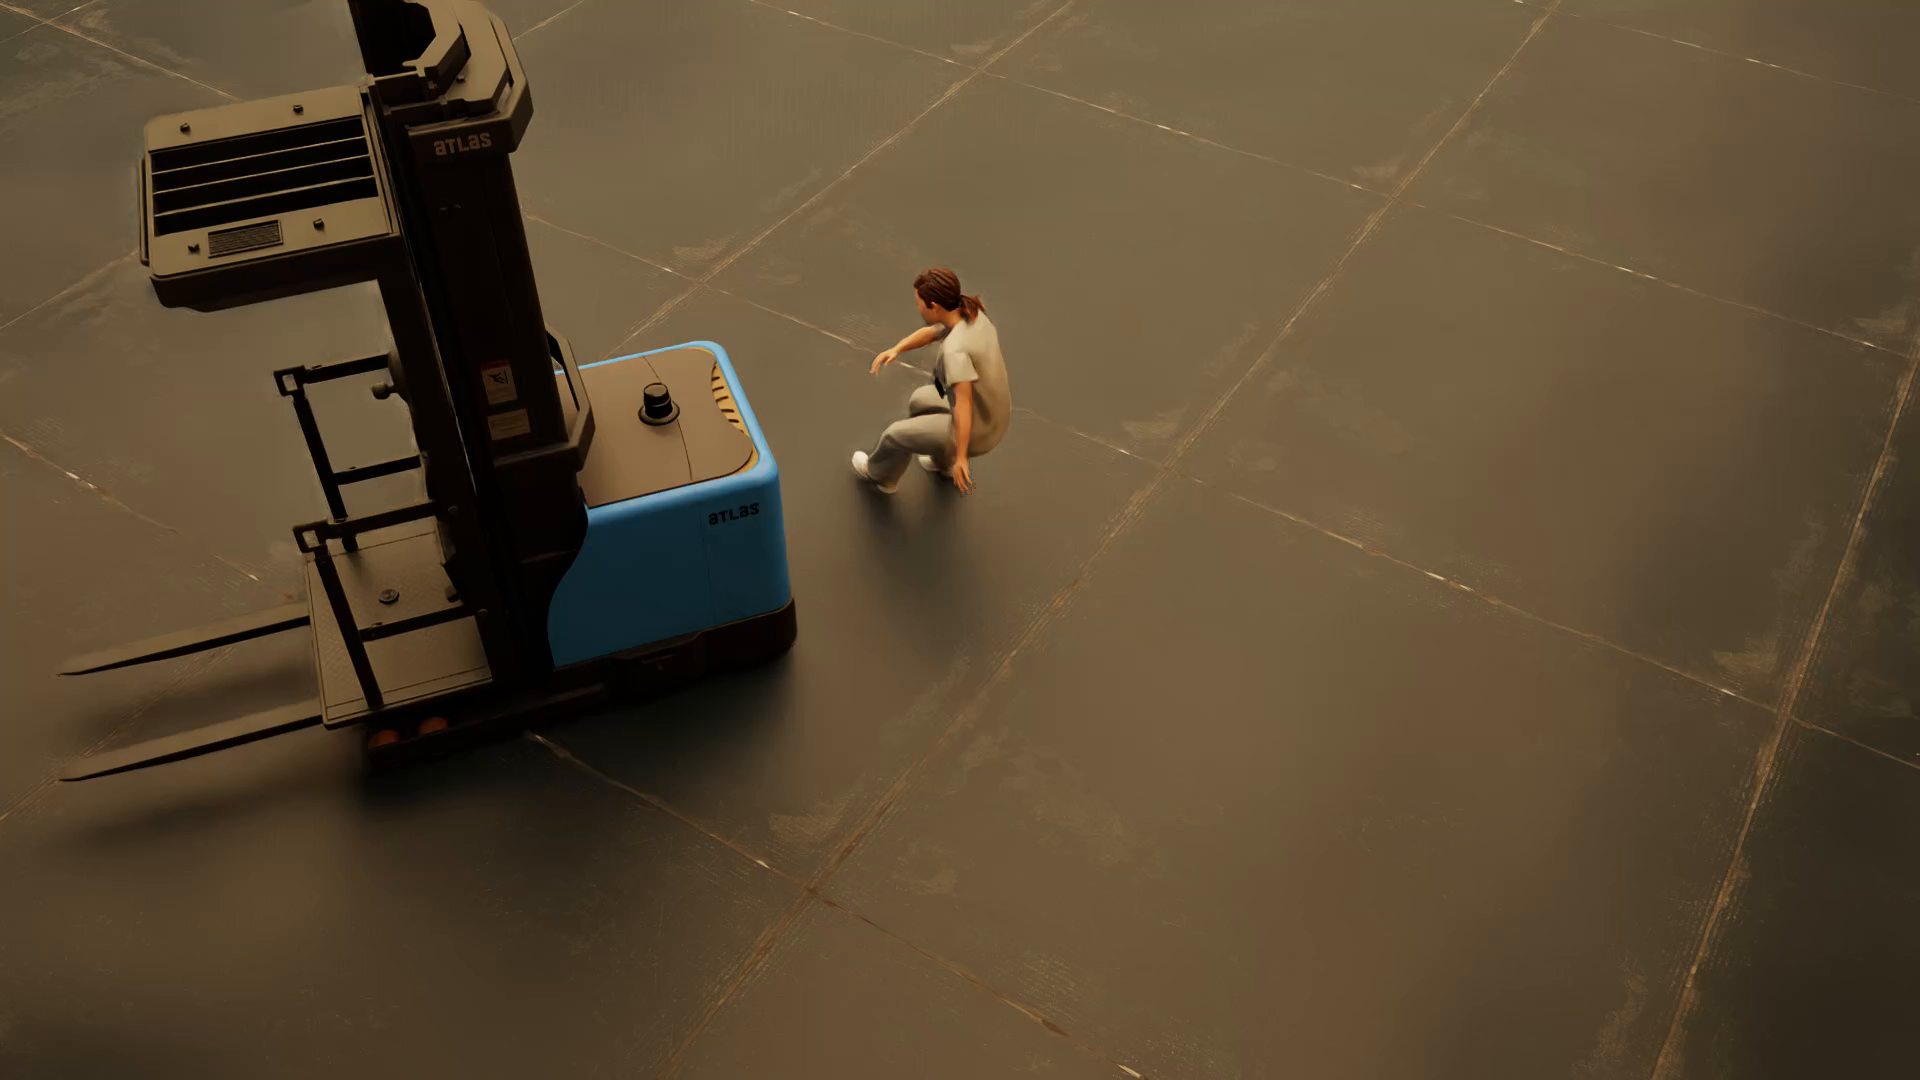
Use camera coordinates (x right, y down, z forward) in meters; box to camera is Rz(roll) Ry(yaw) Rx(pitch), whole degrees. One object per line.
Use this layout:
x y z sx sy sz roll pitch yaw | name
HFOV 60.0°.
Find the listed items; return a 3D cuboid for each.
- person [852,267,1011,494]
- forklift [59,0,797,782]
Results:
-0.201 -0.582 7.585 0.903 1.420 0.971 15 45 15 | person
-2.299 -0.522 6.399 3.031 2.935 1.130 -15 45 -15 | forklift
